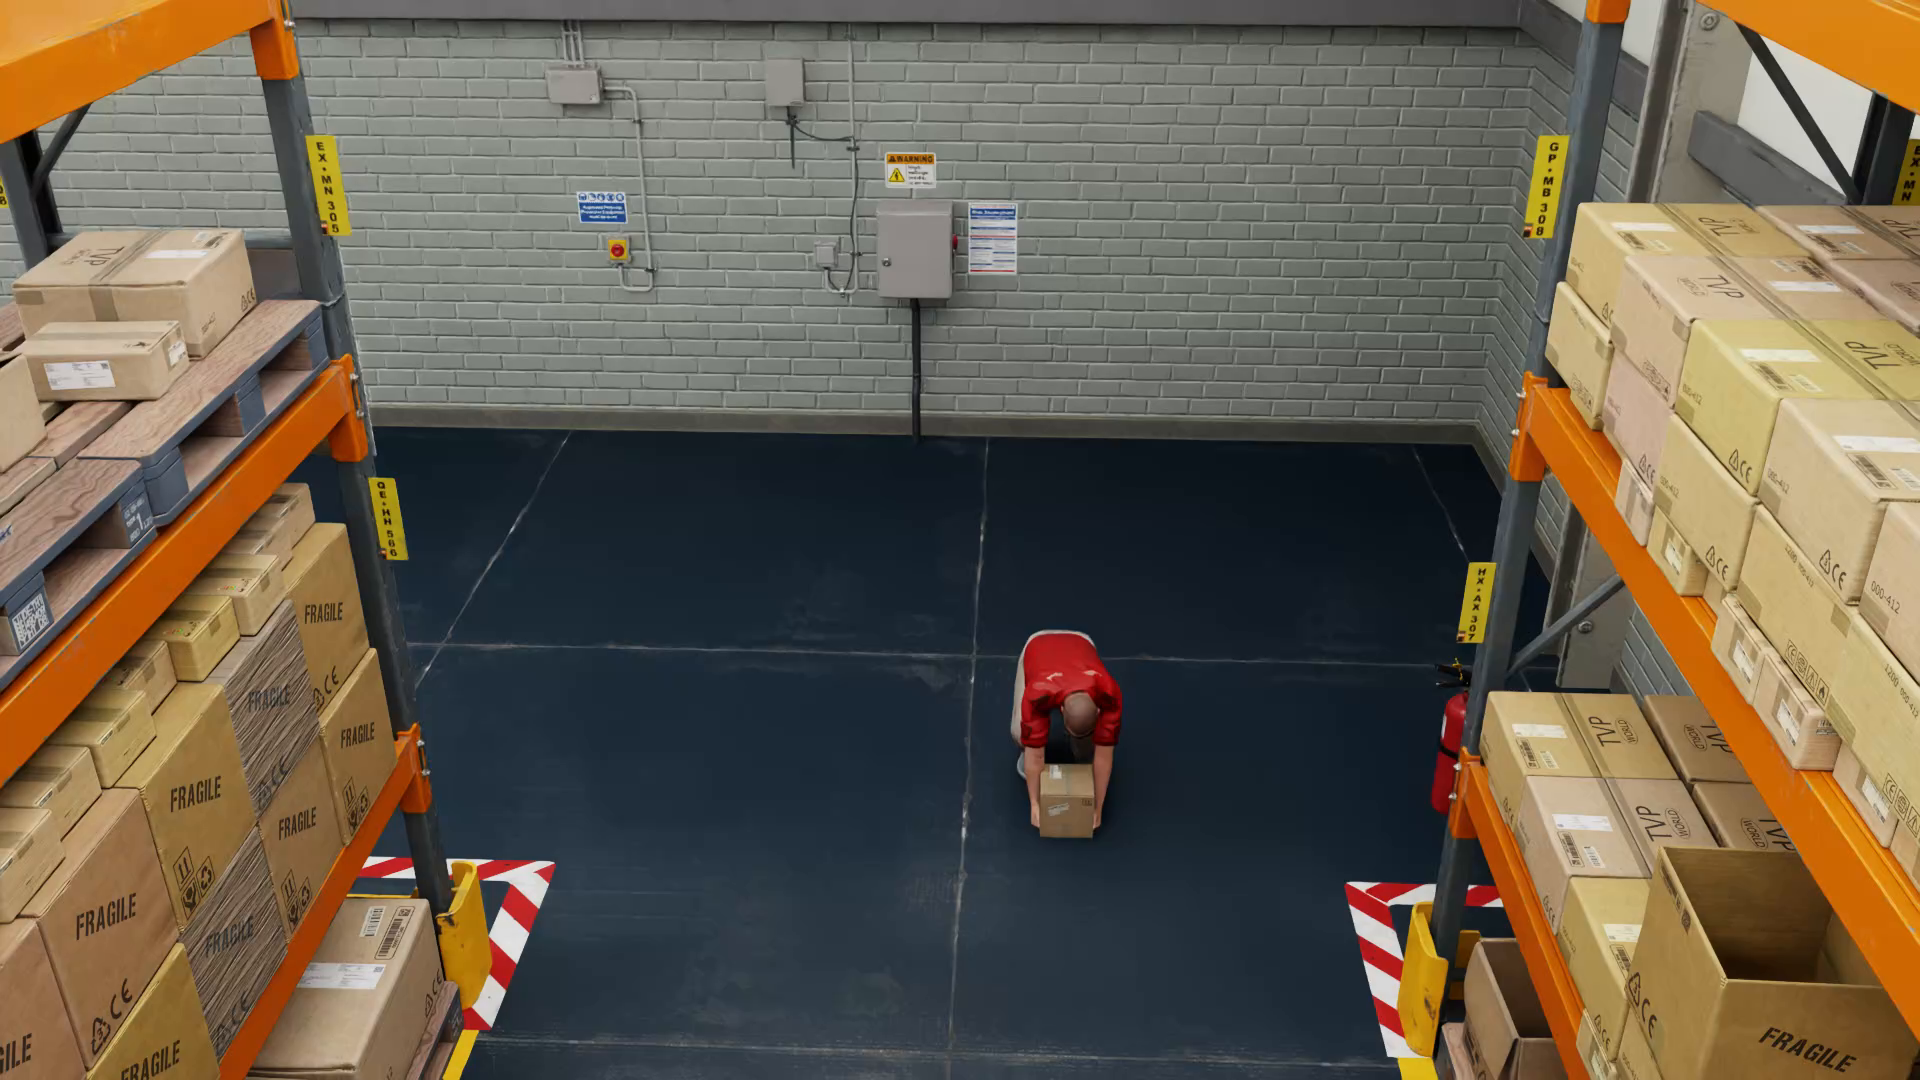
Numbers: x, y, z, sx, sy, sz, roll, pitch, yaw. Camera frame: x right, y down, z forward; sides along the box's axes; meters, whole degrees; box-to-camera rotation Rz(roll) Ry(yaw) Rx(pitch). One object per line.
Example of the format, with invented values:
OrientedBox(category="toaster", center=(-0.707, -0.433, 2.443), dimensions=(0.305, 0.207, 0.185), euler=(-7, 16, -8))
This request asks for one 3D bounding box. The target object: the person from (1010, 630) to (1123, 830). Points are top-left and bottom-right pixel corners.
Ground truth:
OrientedBox(category="person", center=(0.504, 0.875, 8.035), dimensions=(0.523, 0.786, 0.935), euler=(0, 28, 1))
